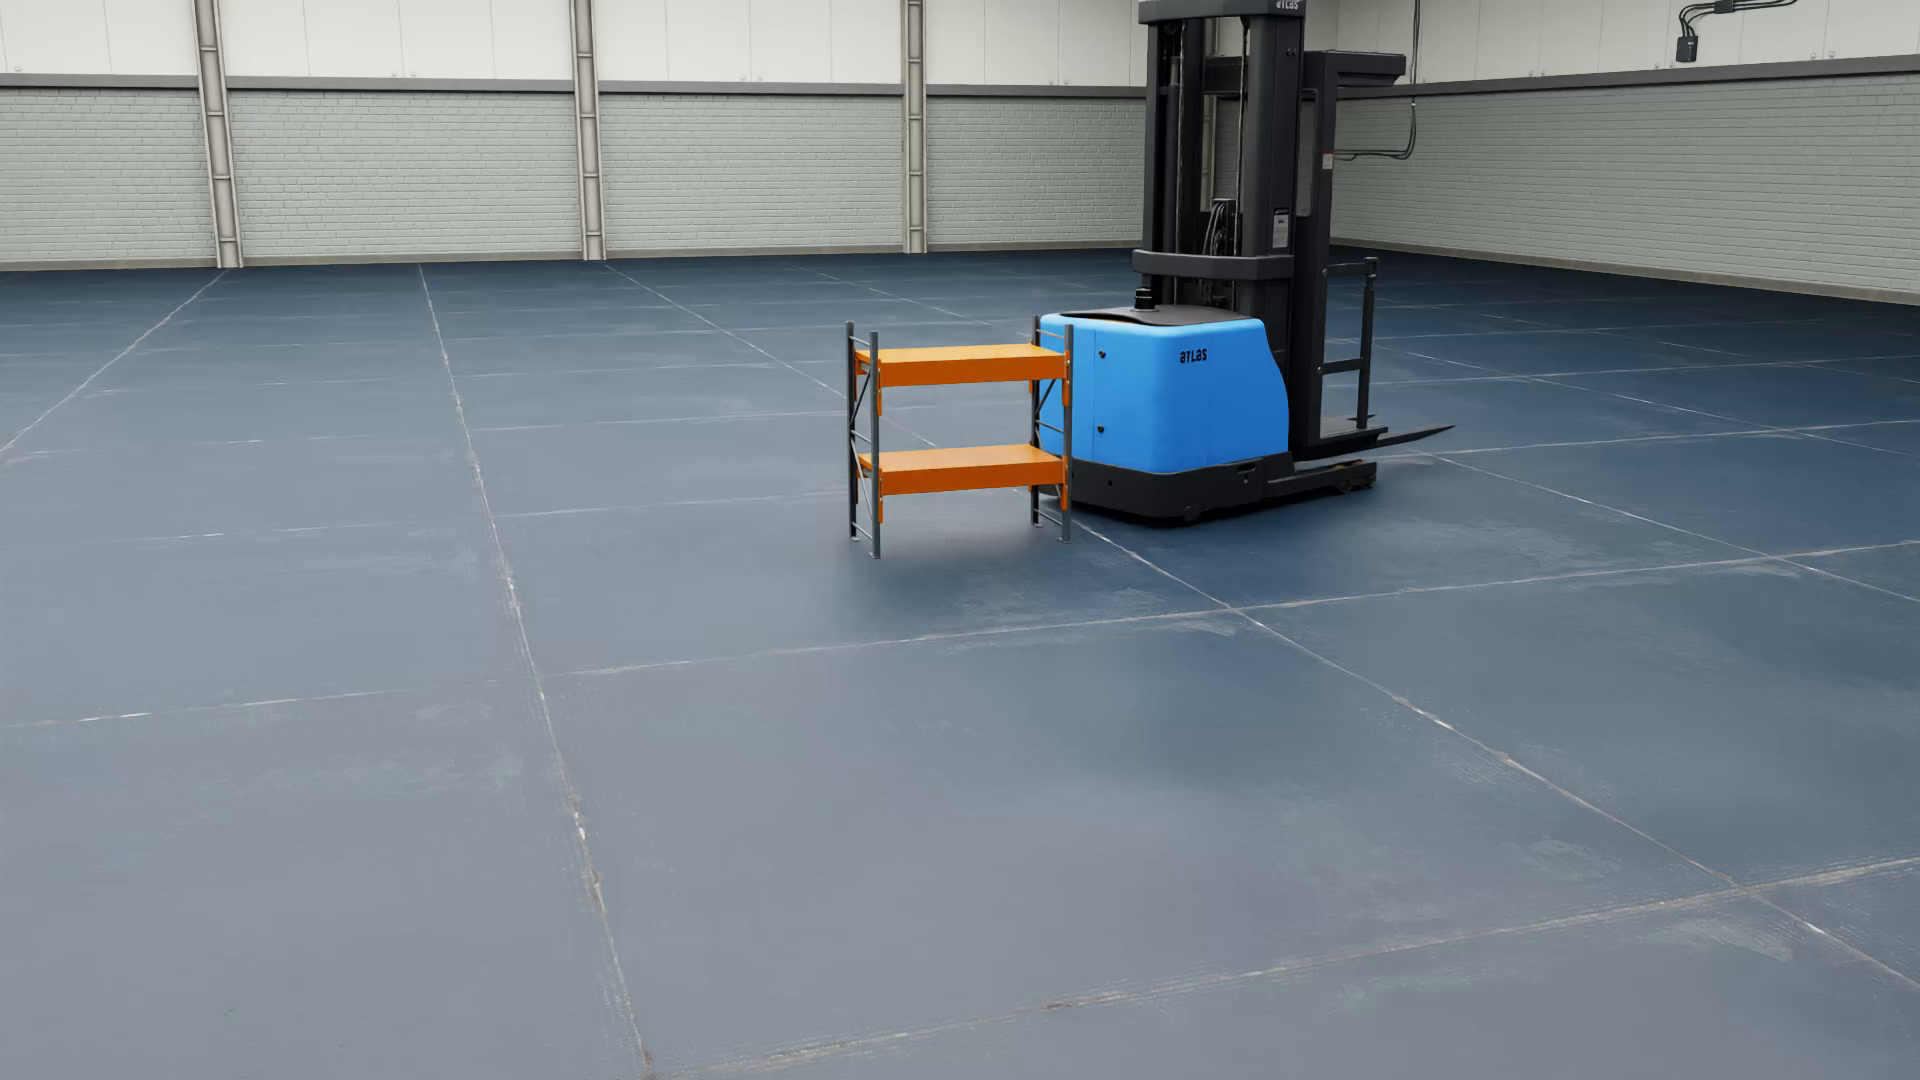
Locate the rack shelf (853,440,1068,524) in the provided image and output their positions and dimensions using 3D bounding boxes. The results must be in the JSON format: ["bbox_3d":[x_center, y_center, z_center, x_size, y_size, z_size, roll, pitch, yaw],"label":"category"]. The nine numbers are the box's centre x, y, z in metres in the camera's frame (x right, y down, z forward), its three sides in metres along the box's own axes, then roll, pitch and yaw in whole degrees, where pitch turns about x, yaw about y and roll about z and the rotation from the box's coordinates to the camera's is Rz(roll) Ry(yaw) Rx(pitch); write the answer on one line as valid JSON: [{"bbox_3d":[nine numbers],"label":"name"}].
[{"bbox_3d":[-0.006,-0.309,8.567,1.000,0.278,0.538,-4,14,-18],"label":"rack shelf"}]

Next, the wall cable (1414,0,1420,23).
[{"bbox_3d":[8.900,-10.571,29.436,0.112,2.526,3.097,-4,14,-18],"label":"wall cable"}]

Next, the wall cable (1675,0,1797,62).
[{"bbox_3d":[11.050,-9.790,23.004,0.169,6.003,2.305,-4,14,-18],"label":"wall cable"}]

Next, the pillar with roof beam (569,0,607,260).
[{"bbox_3d":[-5.177,-8.461,24.768,0.400,9.000,9.100,-4,14,-18],"label":"pillar with roof beam"}]

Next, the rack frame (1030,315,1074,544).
[{"bbox_3d":[0.475,-0.584,8.668,0.032,1.125,0.500,-4,14,-18],"label":"rack frame"}]

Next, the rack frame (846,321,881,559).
[{"bbox_3d":[-0.488,-0.509,8.353,0.032,1.125,0.500,-4,14,-18],"label":"rack frame"}]

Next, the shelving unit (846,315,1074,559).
[{"bbox_3d":[-0.006,-0.547,8.511,1.048,1.125,0.538,-4,14,-18],"label":"shelving unit"}]

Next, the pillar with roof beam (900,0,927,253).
[{"bbox_3d":[0.510,-8.904,26.630,0.400,9.000,9.100,-4,14,-18],"label":"pillar with roof beam"}]

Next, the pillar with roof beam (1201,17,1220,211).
[{"bbox_3d":[6.196,-9.347,28.491,0.400,9.000,9.100,-4,14,-18],"label":"pillar with roof beam"}]

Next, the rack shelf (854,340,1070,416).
[{"bbox_3d":[-0.006,-0.831,8.443,1.000,0.278,0.538,-4,14,-18],"label":"rack shelf"}]

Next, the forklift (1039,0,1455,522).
[{"bbox_3d":[1.859,-1.782,9.802,3.031,2.935,1.130,-11,18,-40],"label":"forklift"}]

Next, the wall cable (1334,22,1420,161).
[{"bbox_3d":[8.037,-8.708,32.515,0.112,2.526,3.097,-4,14,-18],"label":"wall cable"}]

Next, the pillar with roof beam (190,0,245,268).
[{"bbox_3d":[-10.864,-8.018,22.906,0.400,9.000,9.100,-4,14,-18],"label":"pillar with roof beam"}]
